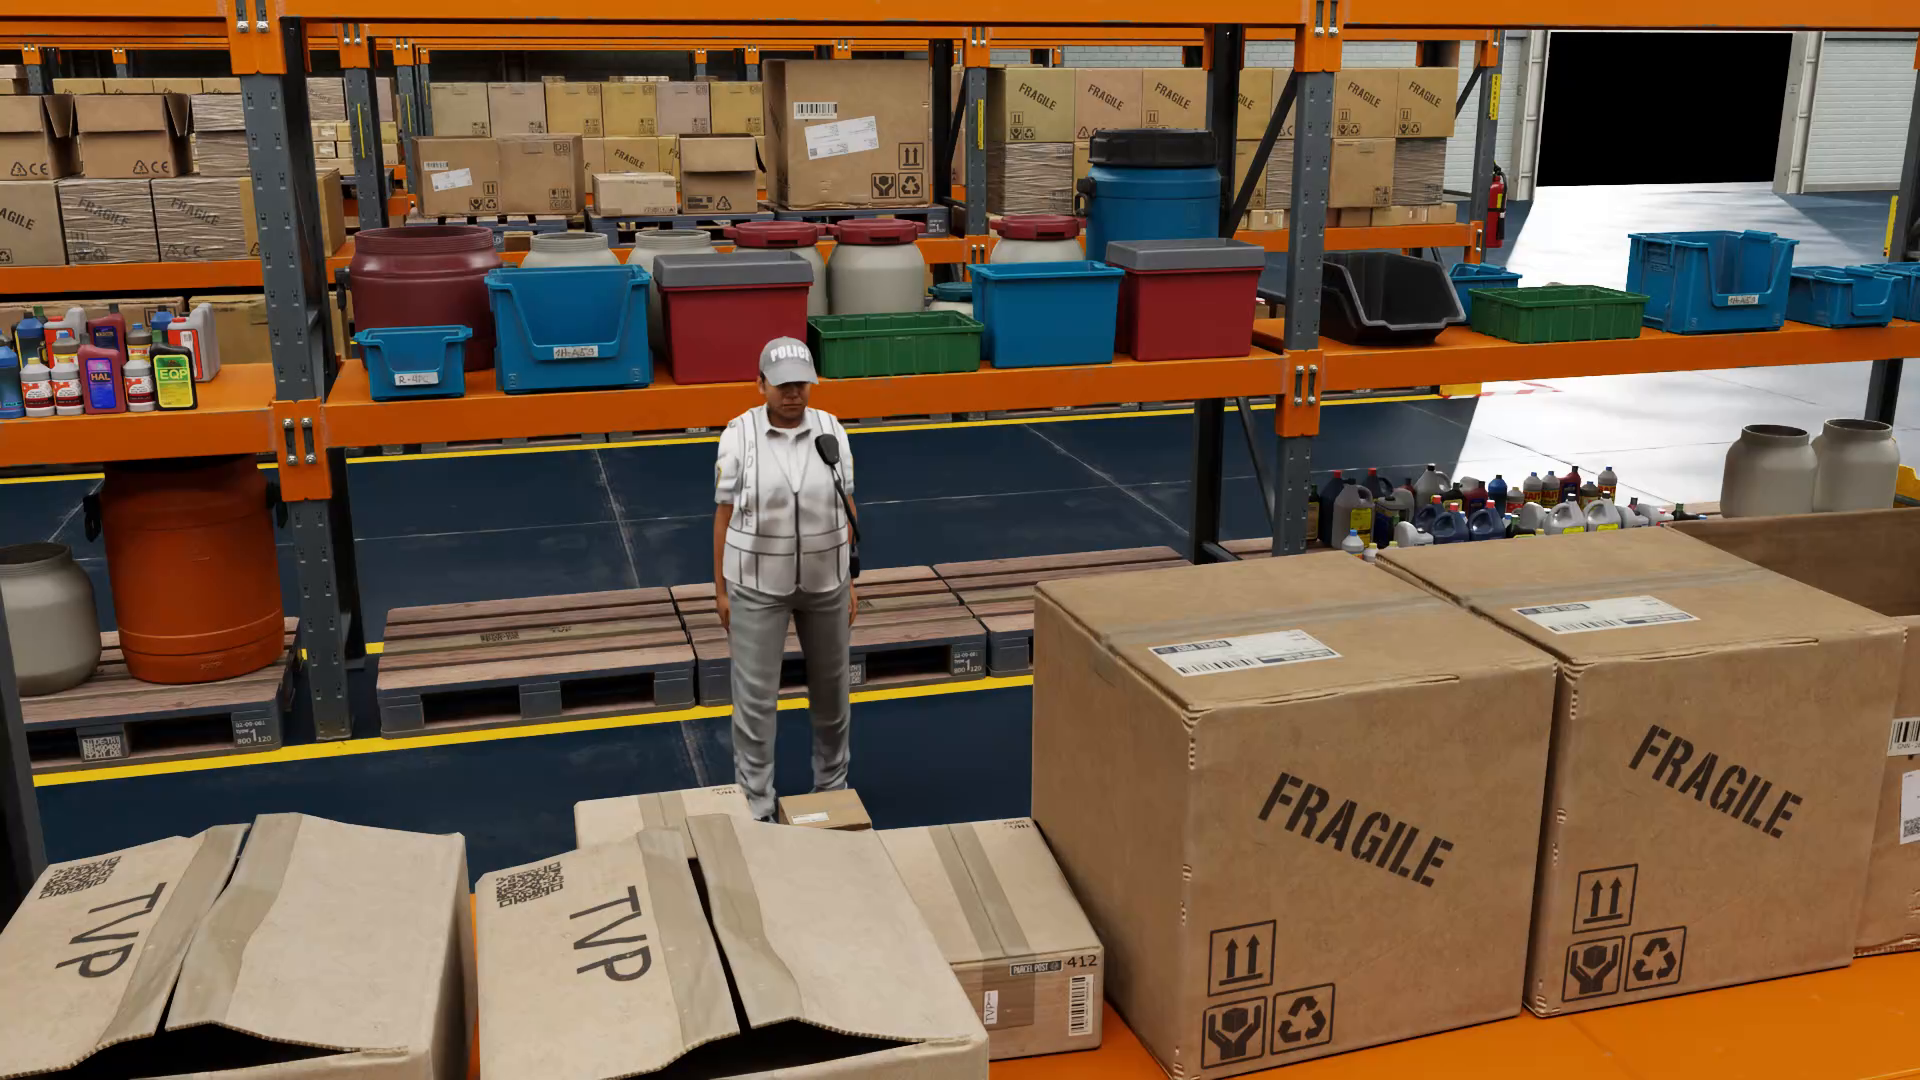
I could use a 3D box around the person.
[{"bbox_3d":[-0.544,0.180,5.422,0.481,1.672,0.513,-5,17,-16],"label":"person"}]
